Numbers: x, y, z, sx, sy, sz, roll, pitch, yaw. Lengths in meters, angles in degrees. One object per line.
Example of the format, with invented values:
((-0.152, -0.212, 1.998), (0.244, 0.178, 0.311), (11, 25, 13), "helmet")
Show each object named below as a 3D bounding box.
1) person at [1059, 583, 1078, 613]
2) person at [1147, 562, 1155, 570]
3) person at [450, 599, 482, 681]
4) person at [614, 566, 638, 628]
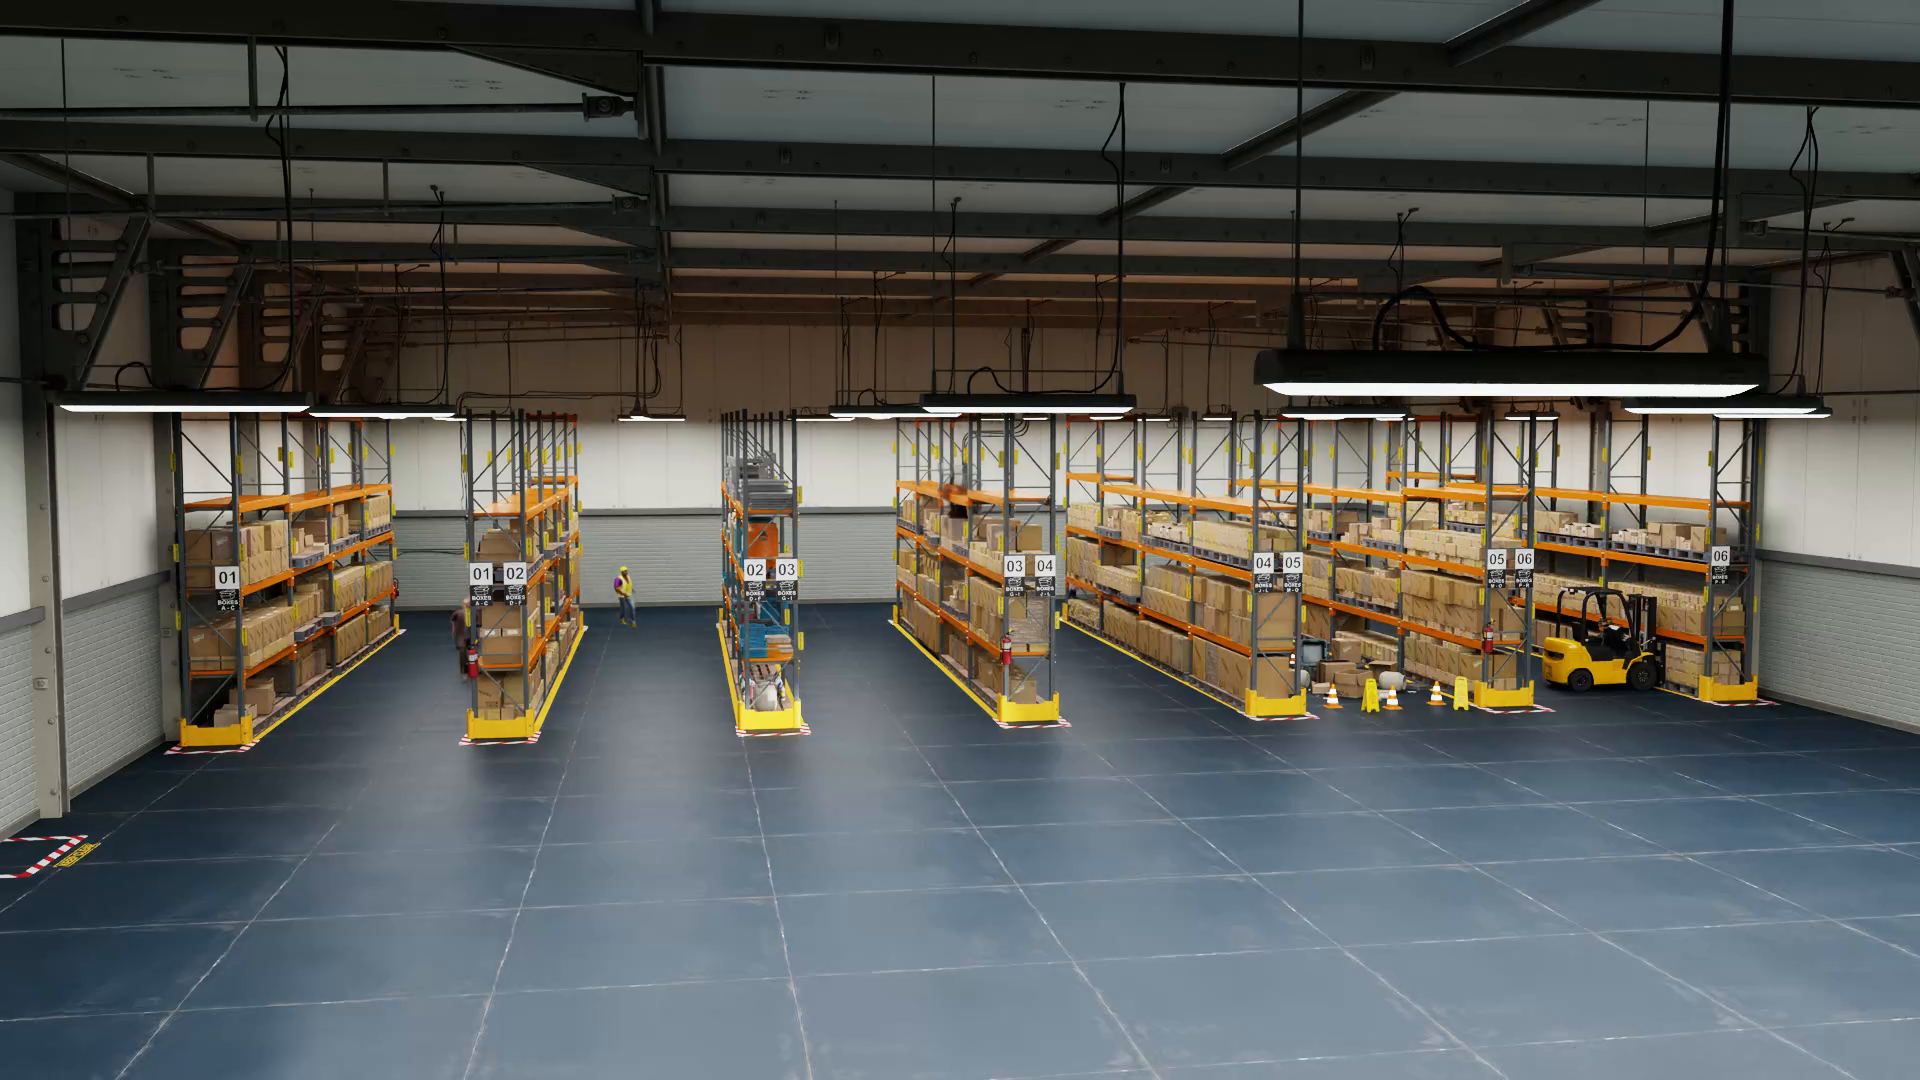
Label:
((3.379, 1.456, 49.918), (0.793, 1.550, 0.682), (0, 4, -2), "person")
((5.435, 1.535, 47.342), (0.660, 1.840, 0.733), (-1, 4, -15), "person")
((-11.049, 2.206, 37.247), (0.695, 1.780, 1.046), (-1, 4, -18), "person")
((-9.504, 1.624, 46.851), (0.835, 1.797, 0.759), (3, 5, 41), "person")
